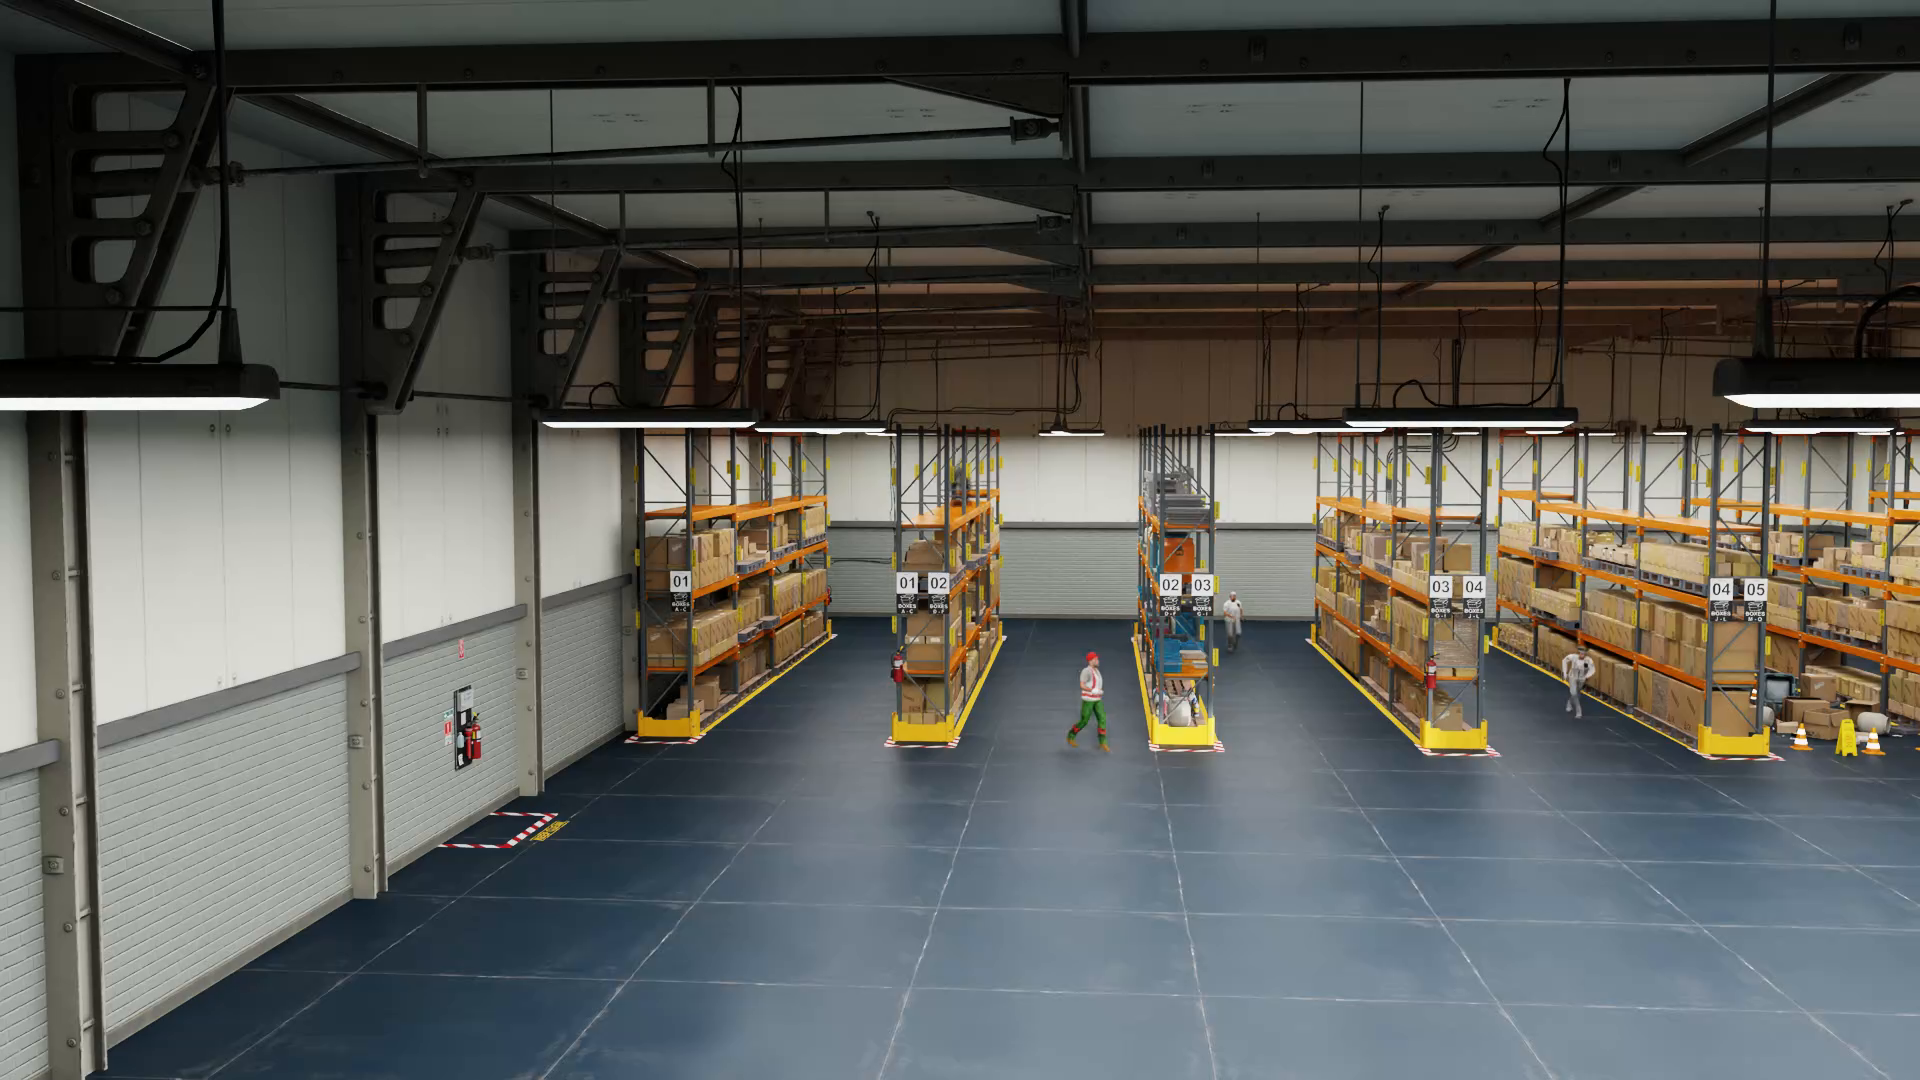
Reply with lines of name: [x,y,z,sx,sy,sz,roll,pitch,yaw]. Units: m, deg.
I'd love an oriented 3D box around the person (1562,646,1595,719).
person: [12.772,2.905,34.379,0.622,1.508,0.996,1,4,11]

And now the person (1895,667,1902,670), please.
person: [21.333,2.594,37.435,0.708,1.763,0.776,0,3,-1]

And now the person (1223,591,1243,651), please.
person: [7.353,2.189,44.672,0.585,1.620,0.666,0,3,-7]

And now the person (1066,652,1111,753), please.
person: [2.420,2.964,30.555,0.936,1.807,0.698,3,4,37]
